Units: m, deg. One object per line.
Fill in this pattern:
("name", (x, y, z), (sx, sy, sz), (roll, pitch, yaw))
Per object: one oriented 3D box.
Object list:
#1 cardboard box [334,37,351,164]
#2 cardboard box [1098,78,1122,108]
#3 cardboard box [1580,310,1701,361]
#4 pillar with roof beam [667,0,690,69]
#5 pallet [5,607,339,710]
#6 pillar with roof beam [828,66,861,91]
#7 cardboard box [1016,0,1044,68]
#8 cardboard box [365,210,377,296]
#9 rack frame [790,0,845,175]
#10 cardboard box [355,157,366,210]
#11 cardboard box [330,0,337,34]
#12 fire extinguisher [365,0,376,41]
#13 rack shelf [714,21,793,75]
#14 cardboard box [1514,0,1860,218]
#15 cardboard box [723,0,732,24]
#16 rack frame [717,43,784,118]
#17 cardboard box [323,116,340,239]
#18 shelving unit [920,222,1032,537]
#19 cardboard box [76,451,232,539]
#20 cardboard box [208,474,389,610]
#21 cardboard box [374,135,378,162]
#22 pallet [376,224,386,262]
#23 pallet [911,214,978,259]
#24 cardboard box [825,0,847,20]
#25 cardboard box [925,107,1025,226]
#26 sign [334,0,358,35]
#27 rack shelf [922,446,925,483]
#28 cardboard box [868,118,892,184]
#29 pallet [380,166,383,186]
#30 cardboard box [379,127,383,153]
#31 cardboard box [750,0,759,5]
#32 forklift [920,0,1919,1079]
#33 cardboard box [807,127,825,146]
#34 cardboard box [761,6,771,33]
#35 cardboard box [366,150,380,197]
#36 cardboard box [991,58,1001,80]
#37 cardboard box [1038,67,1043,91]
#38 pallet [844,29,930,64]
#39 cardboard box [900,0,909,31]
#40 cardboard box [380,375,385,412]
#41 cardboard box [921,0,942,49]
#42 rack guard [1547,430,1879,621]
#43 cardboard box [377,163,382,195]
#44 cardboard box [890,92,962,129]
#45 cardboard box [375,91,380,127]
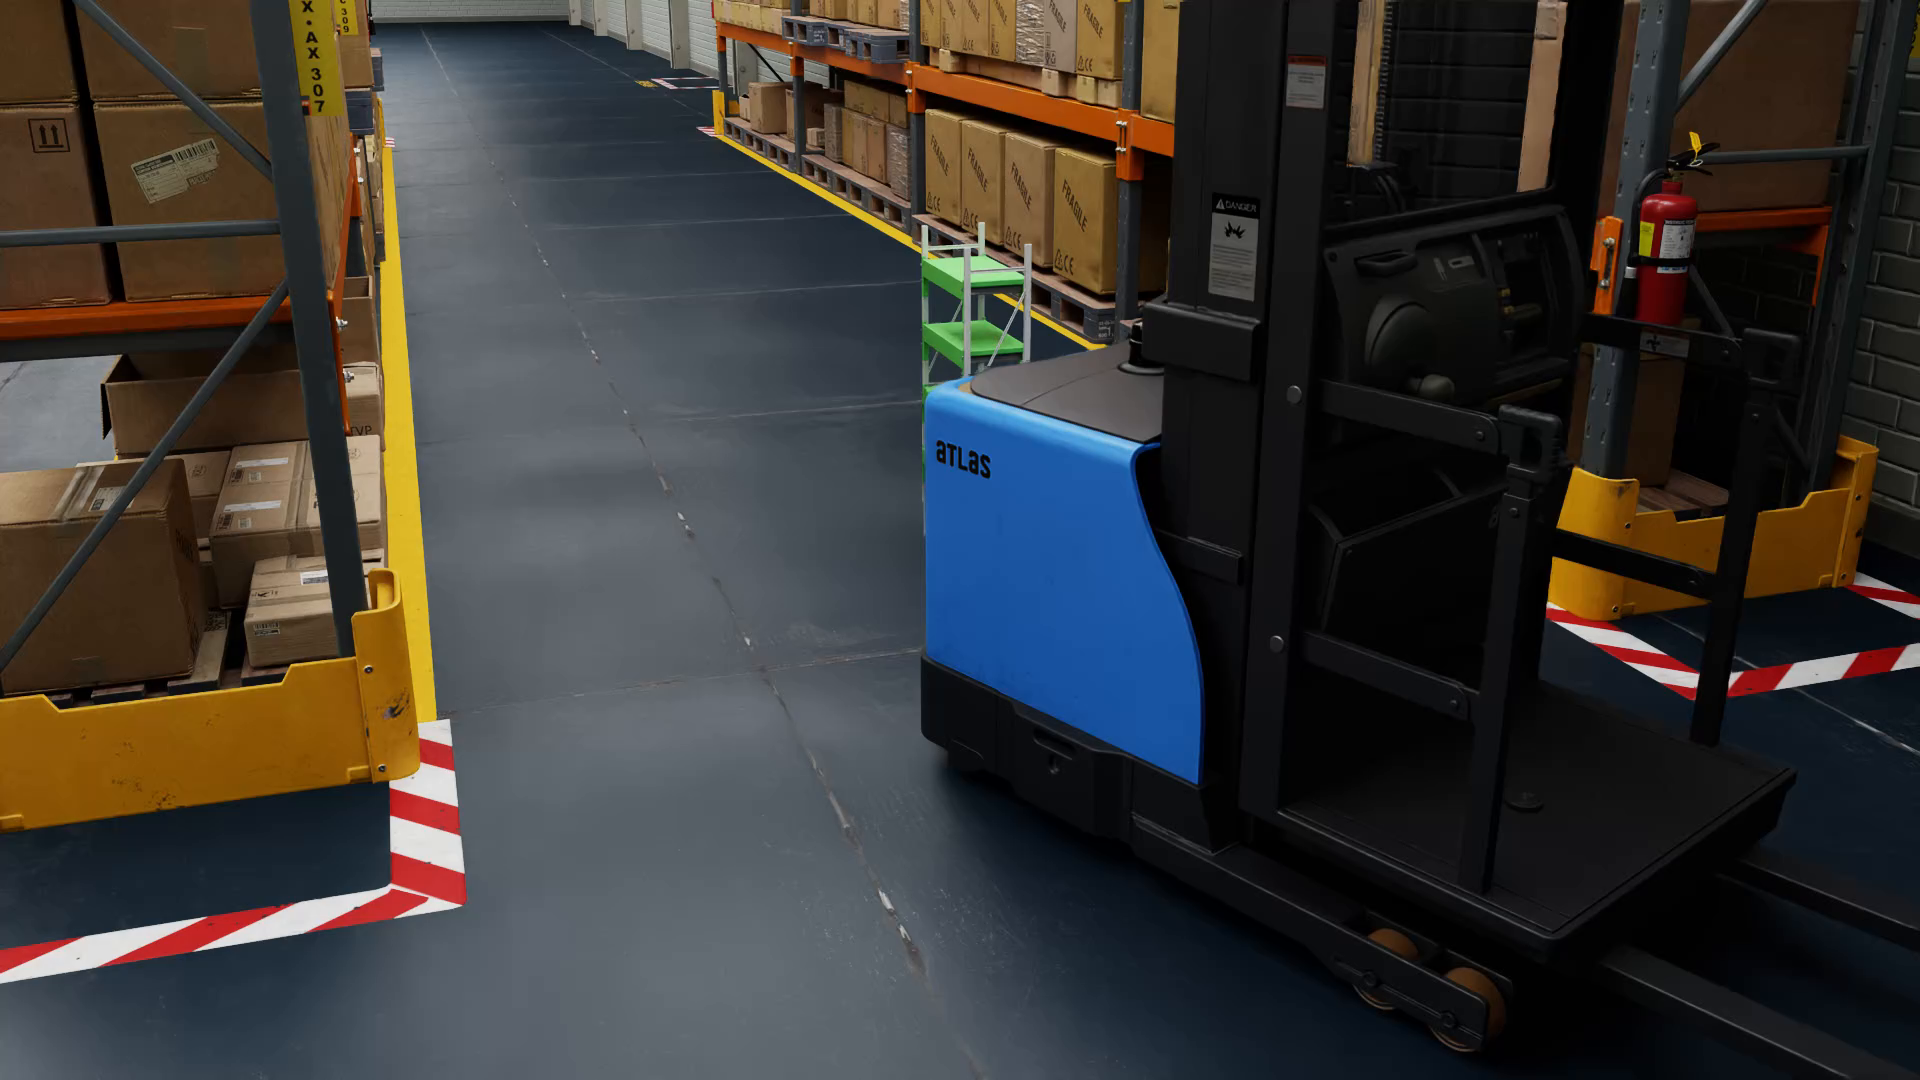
("cardboard box", (-2.770, -1.759, 6.728), (0.500, 0.500, 0.500), (-6, 21, -16))
("cardboard box", (0.993, -2.507, 9.302), (0.380, 0.149, 0.250), (-6, 21, -17))
("cardboard box", (2.539, -0.776, 6.256), (0.380, 0.149, 0.250), (-6, 21, -17))
("pillar with roof beam", (-9.221, -12.473, 27.830), (9.100, 9.000, 0.400), (-6, 21, -17))
("pallet", (-2.352, 0.306, 5.253), (1.003, 0.211, 1.213), (-6, 21, -17))
("pillar with roof beam", (-5.450, -8.622, 17.108), (9.100, 9.000, 0.400), (-6, 21, -17))
("cardboard box", (0.664, -3.180, 10.216), (0.500, 0.500, 0.500), (-6, 21, -17))
("cardboard box", (-3.741, -1.715, 9.802), (0.500, 0.500, 0.500), (-7, 21, -19))
("rack frame", (-1.147, -5.105, 16.192), (1.000, 3.000, 0.127), (-6, 21, -17))
("cardboard box", (-3.727, -2.057, 9.643), (0.500, 0.250, 0.500), (-7, 21, -18))
("cardboard box", (-2.929, -2.393, 7.015), (0.500, 0.500, 0.500), (-6, 21, -17))
("fire extinguisher", (-6.702, -5.912, 18.553), (0.296, 0.674, 0.183), (-6, 21, -17))
("rack shelf", (-1.775, -5.408, 18.100), (1.077, 0.370, 4.000), (-6, 21, -17))
("cardboard box", (2.455, -1.558, 5.873), (0.980, 0.700, 0.700), (-5, 20, -15))
("cardboard box", (-2.375, -5.972, 18.798), (0.500, 0.250, 0.500), (-7, 21, -19))
("rack frame", (-2.404, -6.389, 19.766), (1.000, 3.000, 0.127), (-6, 21, -17))
("cardboard box", (-2.133, -1.109, 4.919), (0.500, 0.500, 0.500), (-7, 21, -18))
("shelving unit", (0.052, -0.512, 6.066), (0.258, 1.200, 0.503), (-6, 21, -17))
("cardboard box", (-2.751, -0.096, 5.663), (0.500, 0.250, 0.500), (-6, 21, -17))
("cardboard box", (-2.135, -0.005, 5.409), (0.500, 0.250, 0.500), (-6, 21, -17))
("cardboard box", (-5.125, -3.319, 13.836), (0.500, 0.311, 0.500), (-6, 21, -17))
("pallet", (-4.813, -2.250, 12.368), (1.003, 0.211, 1.213), (-6, 21, -17))
("pallet", (0.287, -2.248, 12.363), (1.003, 0.211, 1.213), (-6, 21, -17))
("cardboard box", (-0.850, -5.012, 15.134), (0.700, 0.500, 0.500), (-4, 20, -12))
("cardboard box", (0.217, -2.757, 12.215), (0.750, 0.750, 0.750), (-7, 21, -18))
("sign", (-2.821, -2.478, 7.597), (0.100, 0.325, 0.005), (-6, 21, -17))
("rack shelf", (0.052, -0.226, 6.169), (0.258, 0.148, 0.480), (-6, 21, -17))
("cardboard box", (-0.400, -3.412, 14.524), (0.700, 0.500, 0.500), (-7, 21, -17))
("pallet", (-6.058, -3.525, 15.917), (1.003, 0.211, 1.213), (-6, 21, -17))
("cardboard box", (-6.011, -3.984, 16.517), (0.500, 0.250, 0.500), (-6, 21, -17))
("cardboard box", (-1.899, -5.838, 17.315), (0.500, 0.500, 0.500), (-7, 21, -19))
("forklift", (1.240, -0.511, 3.502), (1.130, 2.935, 3.031), (-17, 26, -38))
("cardboard box", (-1.343, -4.147, 17.065), (0.380, 0.166, 0.250), (-9, 22, -24))
("cardboard box", (-1.732, -5.324, 16.995), (0.500, 0.250, 0.500), (-6, 21, -17))
("cardboard box", (-4.477, -2.661, 12.003), (0.500, 0.311, 0.500), (-6, 21, -15))
("cardboard box", (0.425, -3.172, 11.153), (0.380, 0.149, 0.250), (-6, 21, -16))
("cardboard box", (0.700, -2.838, 10.222), (0.380, 0.149, 0.250), (-6, 21, -17))
("pallet", (-0.215, -3.948, 13.256), (1.213, 0.211, 1.003), (-6, 21, -17))
("cardboard box", (-0.047, -4.225, 12.944), (0.700, 0.500, 0.500), (-9, 22, -24))
("cardboard box", (-2.711, -0.609, 7.241), (0.380, 0.149, 0.250), (-6, 21, -17))
("cardboard box", (0.020, -3.835, 12.038), (0.500, 0.500, 0.500), (-6, 21, -16))
("rack guard", (2.632, -0.070, 5.872), (1.175, 0.500, 0.348), (-6, 21, -17))
("cardboard box", (-4.966, -2.889, 13.468), (0.500, 0.250, 0.500), (-6, 21, -16))
("cardboard box", (-0.285, -3.620, 13.995), (0.500, 0.250, 0.500), (-6, 21, -16))
("cardboard box", (-6.011, -4.337, 16.391), (0.500, 0.500, 0.500), (-6, 21, -17))
